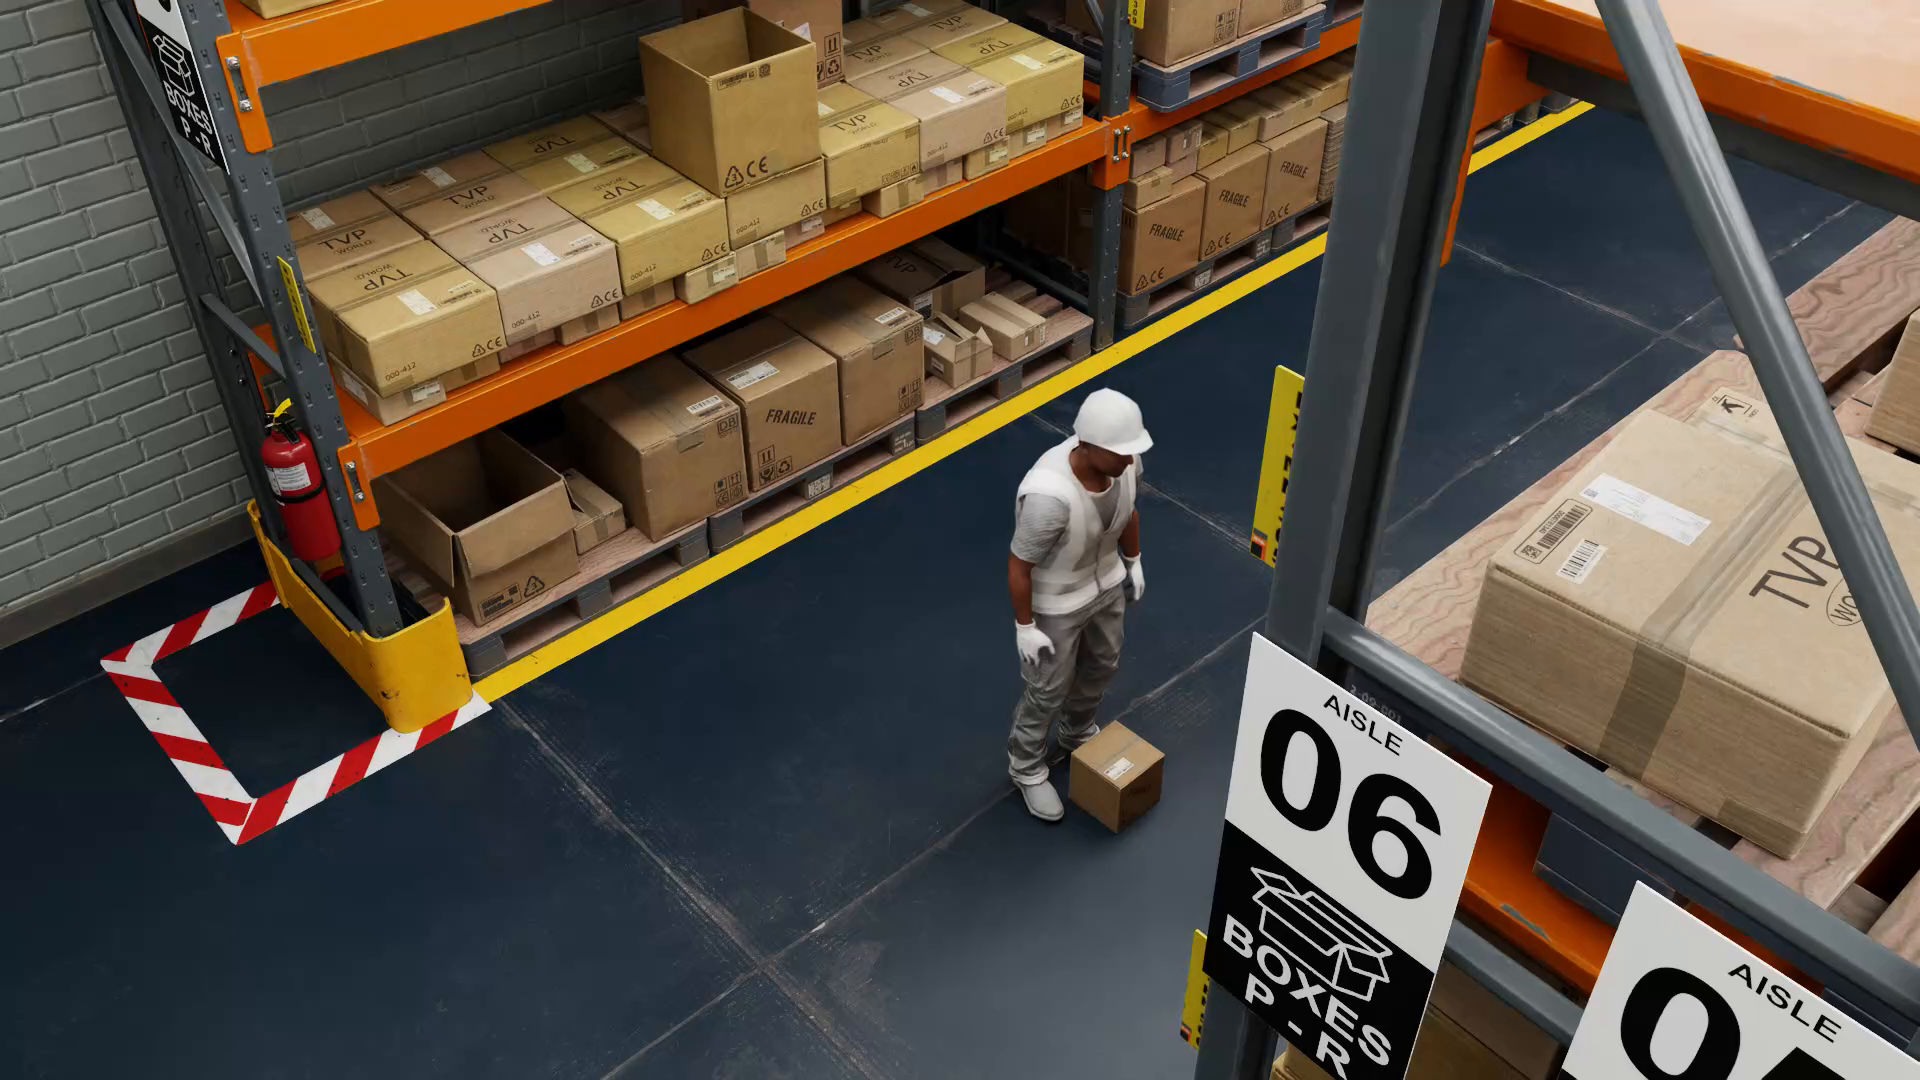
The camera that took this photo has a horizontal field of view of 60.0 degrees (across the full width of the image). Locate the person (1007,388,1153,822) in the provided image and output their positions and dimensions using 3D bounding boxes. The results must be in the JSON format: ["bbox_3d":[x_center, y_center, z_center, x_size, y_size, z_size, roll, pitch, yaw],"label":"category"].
[{"bbox_3d":[0.421,0.202,5.901,0.618,1.774,0.452,-31,48,-32],"label":"person"}]
